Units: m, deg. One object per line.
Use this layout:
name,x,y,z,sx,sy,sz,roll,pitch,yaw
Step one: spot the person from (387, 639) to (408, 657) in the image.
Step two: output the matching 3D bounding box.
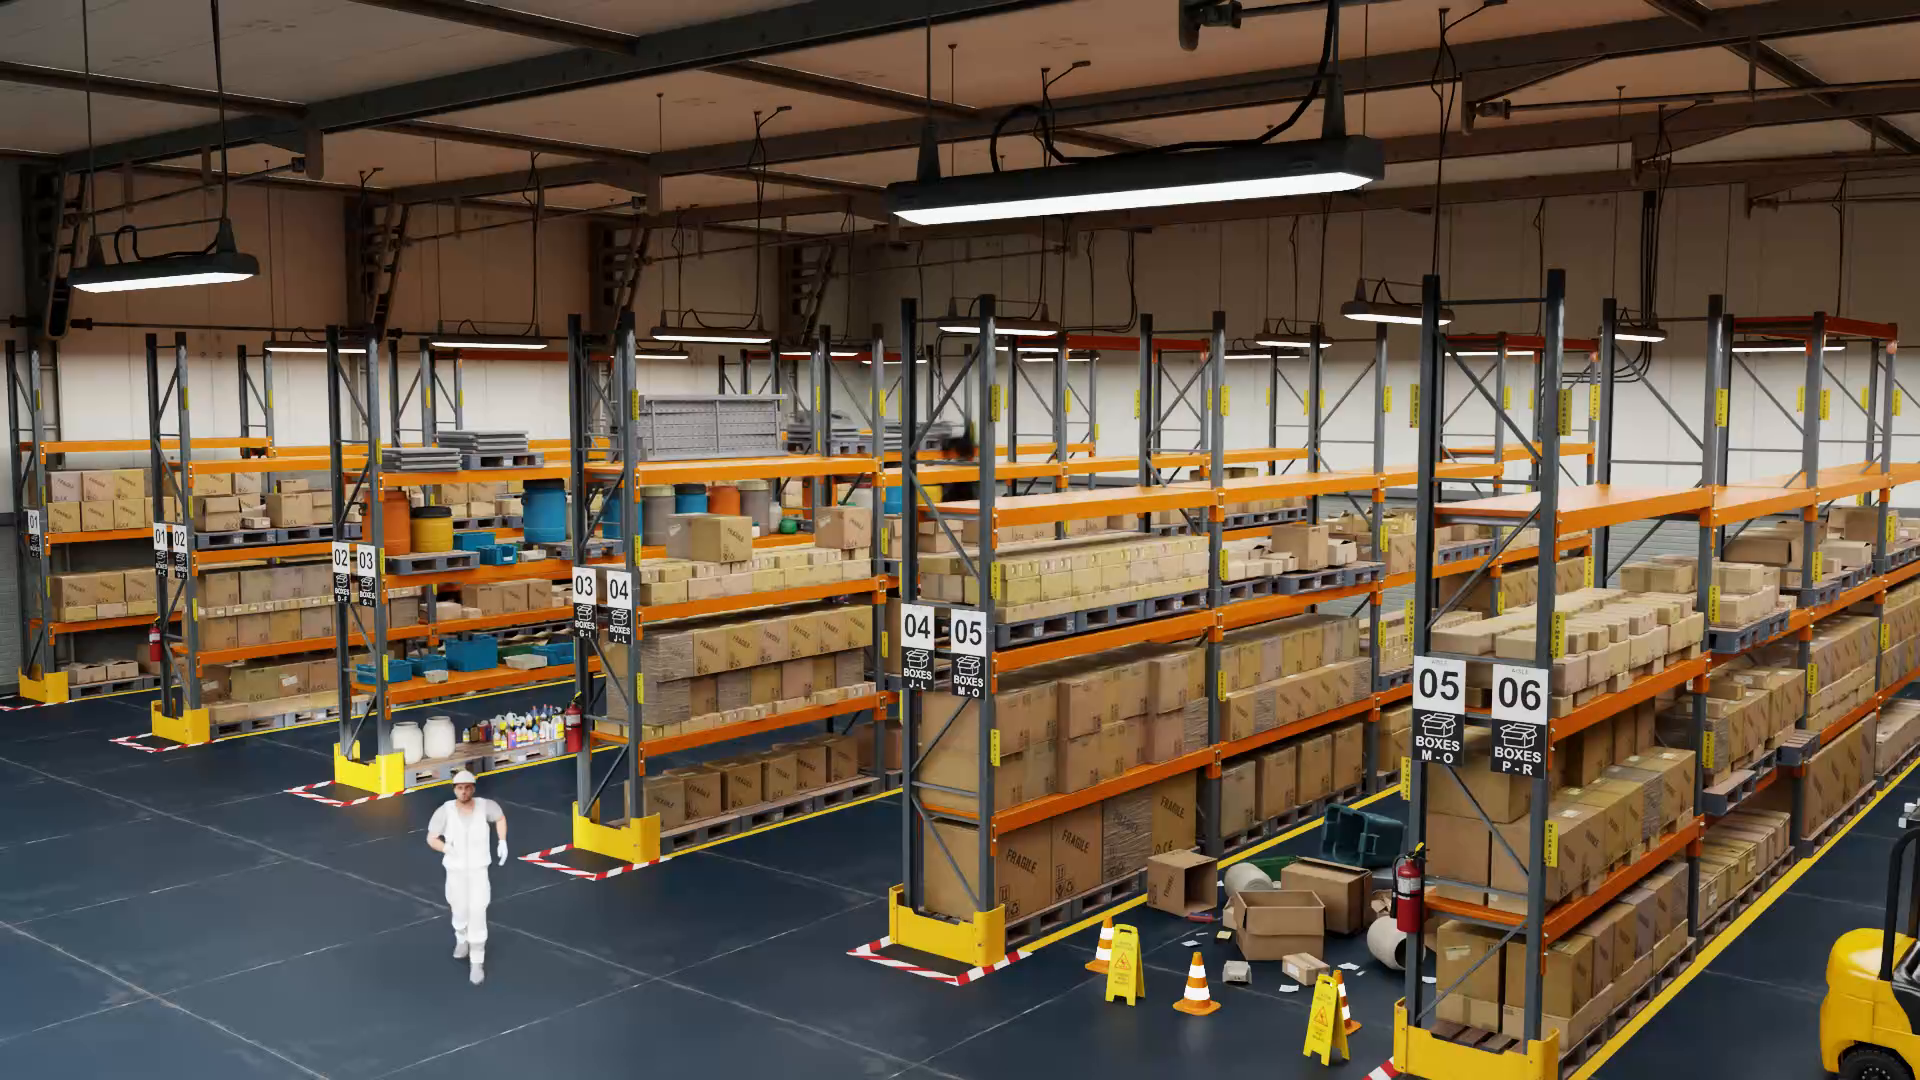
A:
person,-9.984,1.667,29.339,0.711,1.743,0.756,3,6,27

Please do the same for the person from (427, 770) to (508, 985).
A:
person,-4.376,2.944,14.795,0.683,1.844,0.817,-1,5,-14
